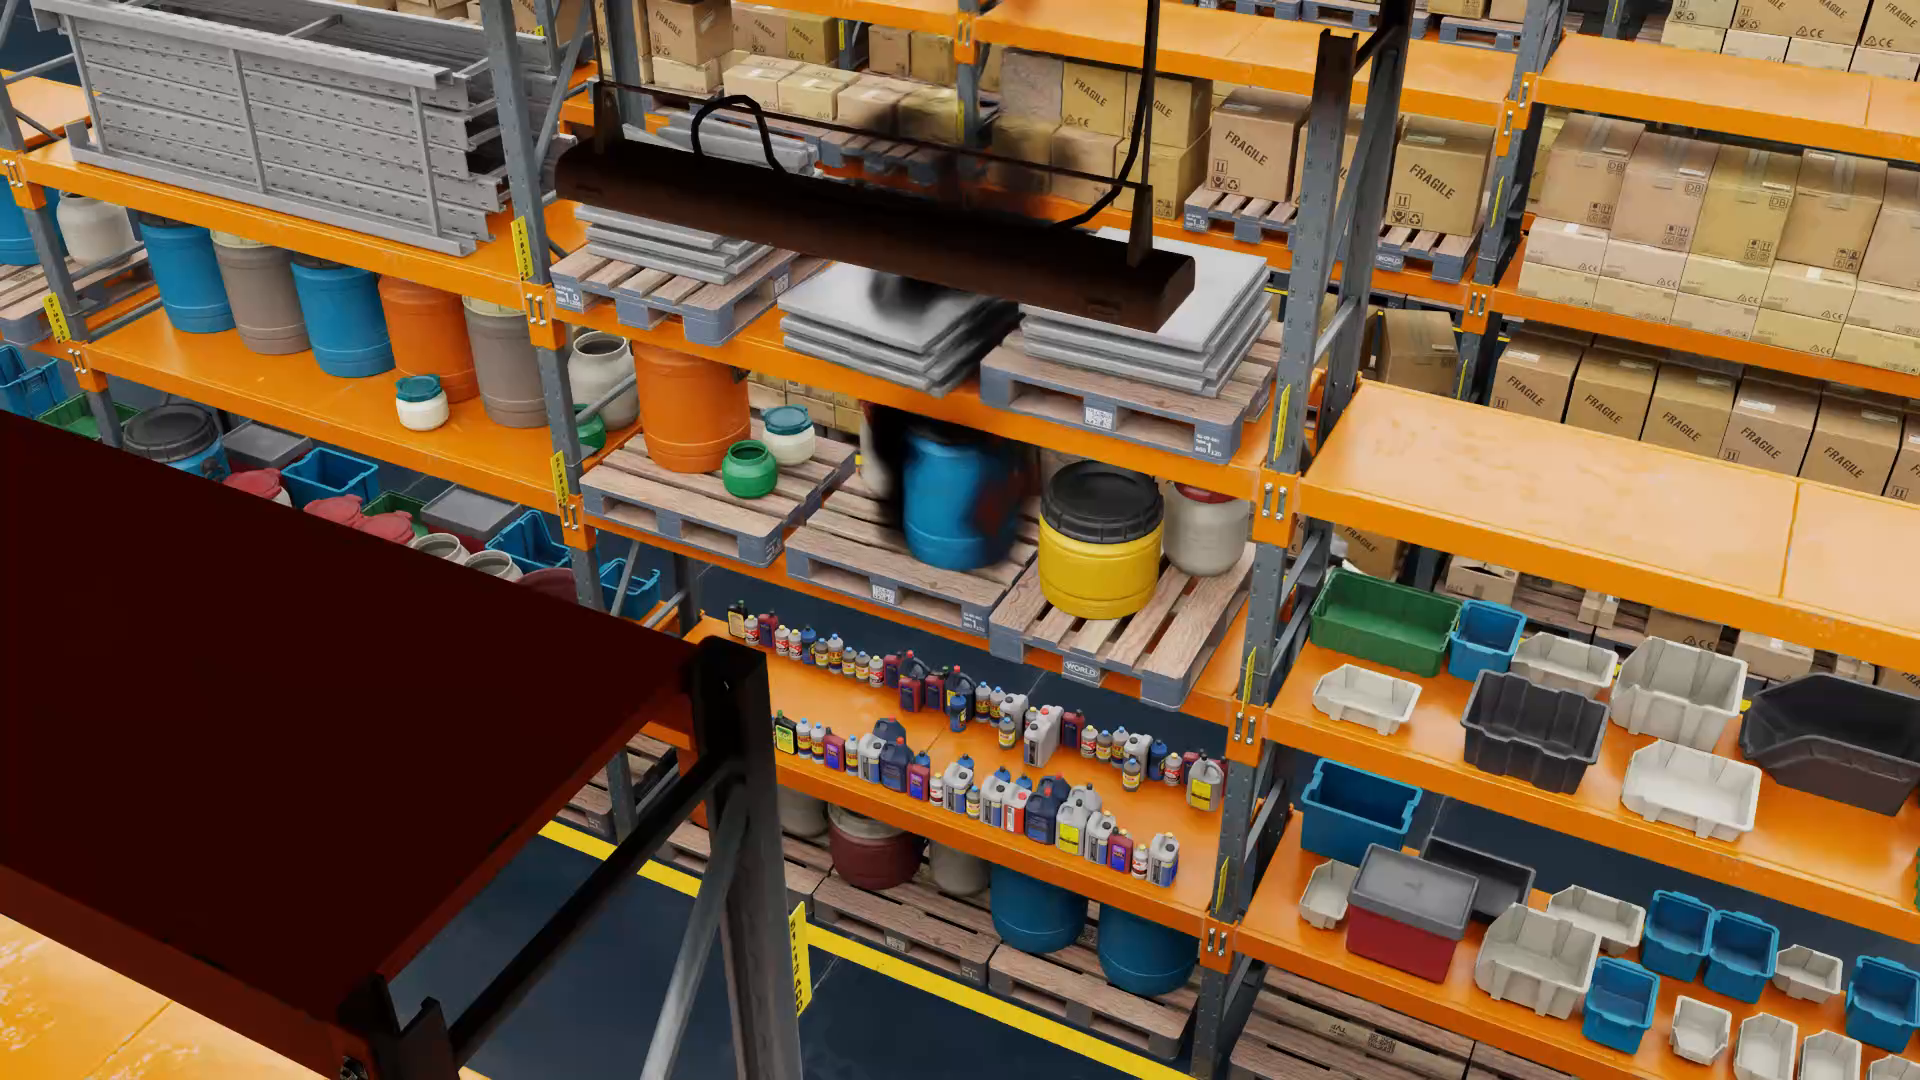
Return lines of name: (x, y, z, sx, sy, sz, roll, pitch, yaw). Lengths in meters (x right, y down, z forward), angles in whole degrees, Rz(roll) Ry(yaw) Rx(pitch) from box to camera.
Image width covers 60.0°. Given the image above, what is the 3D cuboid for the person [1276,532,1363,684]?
person: (2.442, 0.669, 11.459, 0.784, 1.738, 0.573, 8, 36, 11)
